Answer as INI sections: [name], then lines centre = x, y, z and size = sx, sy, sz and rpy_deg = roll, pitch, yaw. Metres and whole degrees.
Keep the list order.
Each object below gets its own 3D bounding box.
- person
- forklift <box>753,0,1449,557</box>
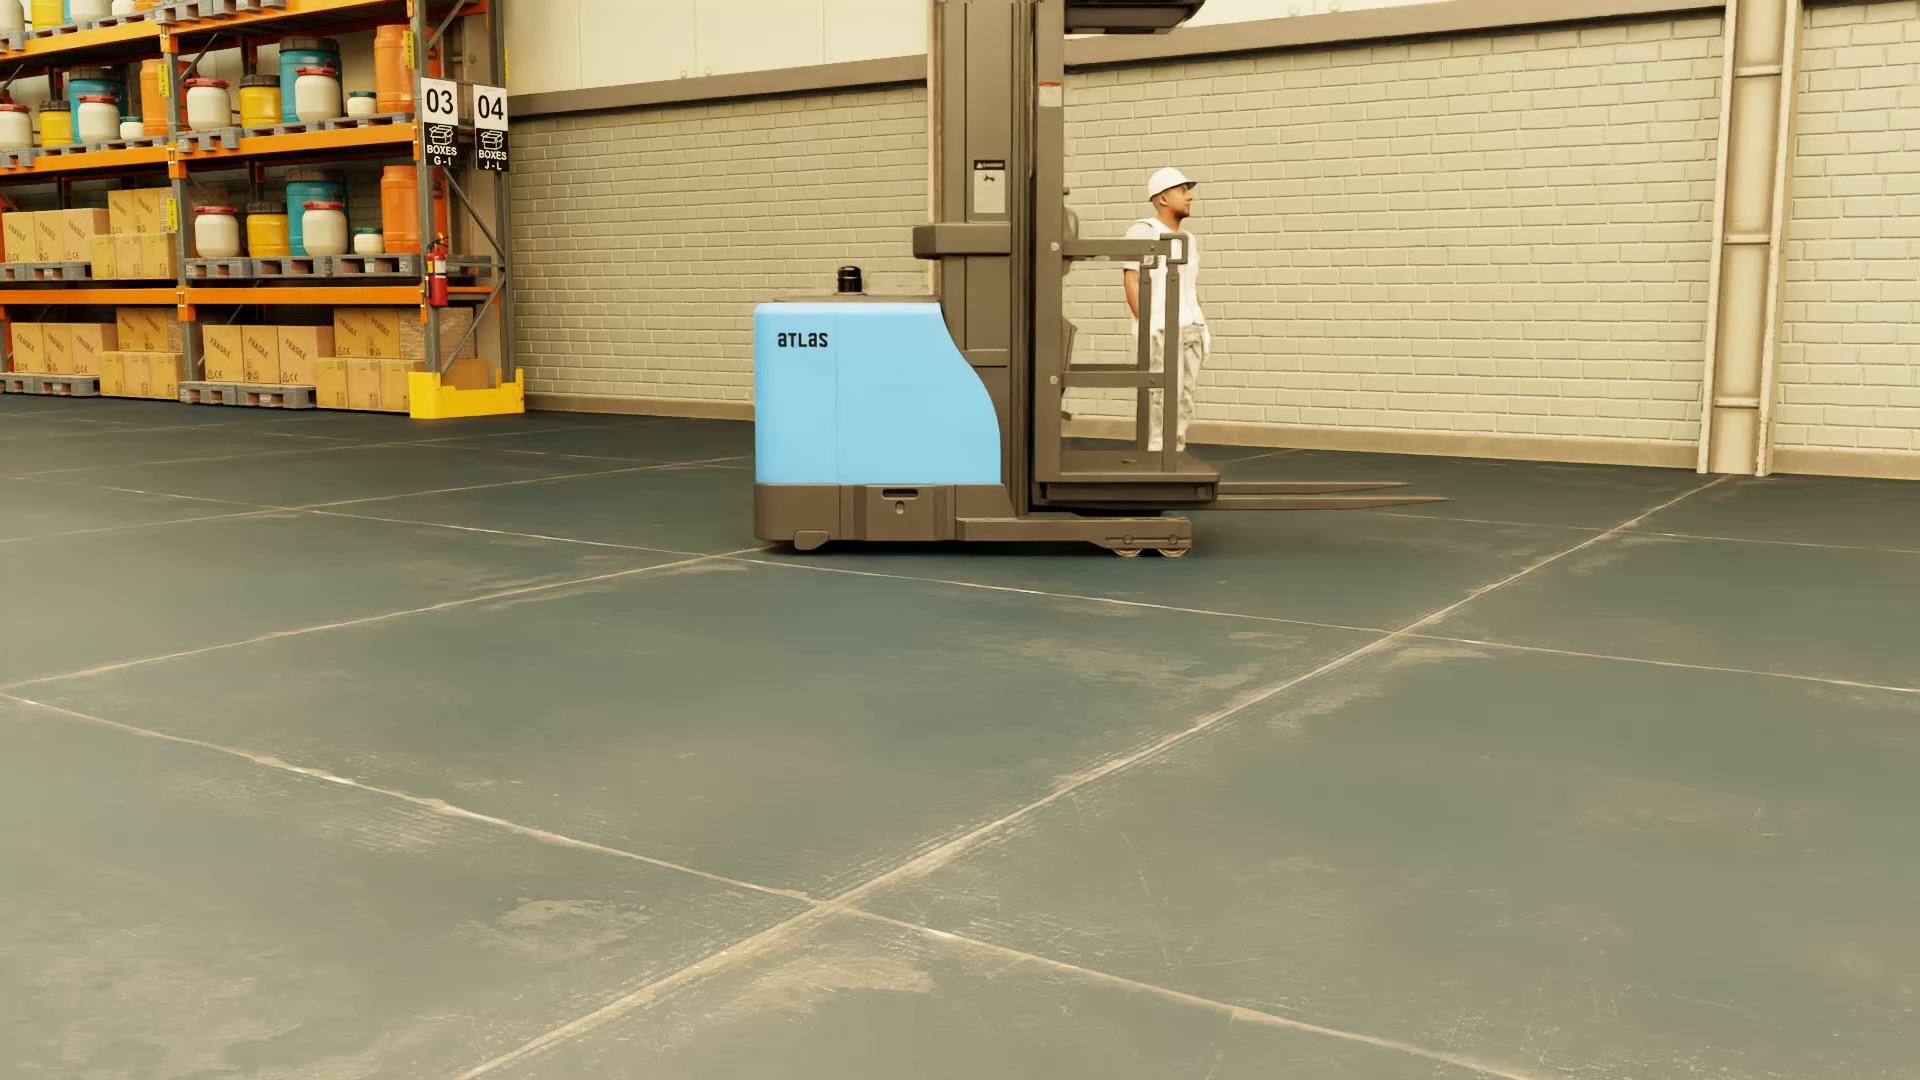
[person]
centre = 1.185, -1.091, 8.902
size = 0.569, 1.785, 0.658
rpy_deg = 6, 10, 38
[forklift]
centre = 0.622, -1.453, 7.412
size = 3.031, 2.935, 1.130
rpy_deg = 0, 8, 0
